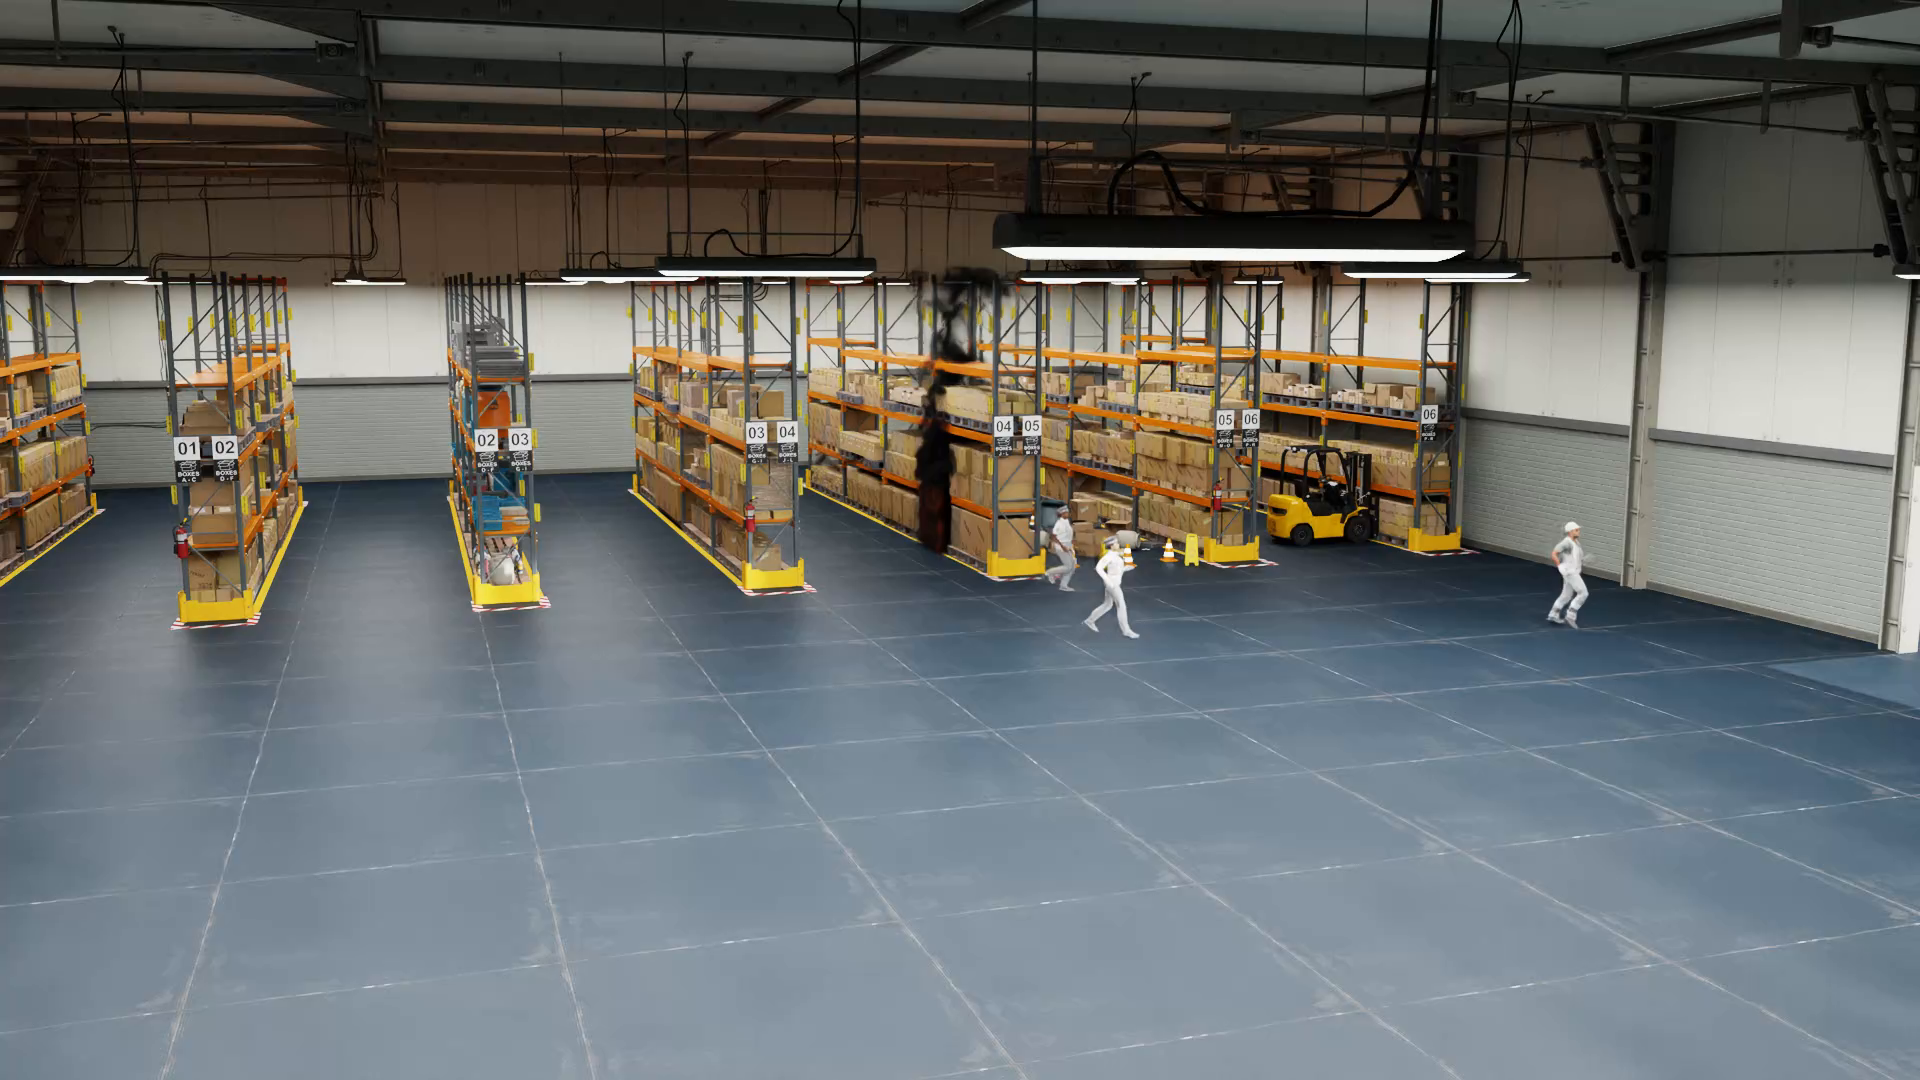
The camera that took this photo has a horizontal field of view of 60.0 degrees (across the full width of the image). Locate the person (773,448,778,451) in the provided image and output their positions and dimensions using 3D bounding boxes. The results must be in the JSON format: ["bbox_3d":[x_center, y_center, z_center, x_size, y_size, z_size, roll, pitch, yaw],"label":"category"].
[{"bbox_3d":[-5.536,-2.404,47.682,0.740,1.460,0.341,1,9,8],"label":"person"}]

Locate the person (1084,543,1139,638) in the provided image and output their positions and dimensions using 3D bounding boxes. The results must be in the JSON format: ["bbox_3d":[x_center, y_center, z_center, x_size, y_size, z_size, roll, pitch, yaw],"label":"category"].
[{"bbox_3d":[2.513,0.771,27.368,0.910,1.653,0.605,2,9,11],"label":"person"}]

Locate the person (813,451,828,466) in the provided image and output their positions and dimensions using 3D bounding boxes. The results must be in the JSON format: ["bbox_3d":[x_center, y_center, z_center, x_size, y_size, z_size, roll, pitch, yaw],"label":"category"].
[{"bbox_3d":[-4.164,-2.634,49.861,0.657,1.689,0.676,2,9,13],"label":"person"}]

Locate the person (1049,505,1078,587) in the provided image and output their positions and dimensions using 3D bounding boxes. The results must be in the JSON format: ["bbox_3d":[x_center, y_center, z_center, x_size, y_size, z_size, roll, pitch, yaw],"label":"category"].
[{"bbox_3d":[1.977,0.119,31.641,0.508,1.589,0.575,3,9,21],"label":"person"}]

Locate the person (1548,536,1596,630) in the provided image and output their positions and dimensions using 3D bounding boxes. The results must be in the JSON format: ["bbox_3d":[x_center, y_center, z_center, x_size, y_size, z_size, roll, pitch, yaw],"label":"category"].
[{"bbox_3d":[10.377,0.724,28.206,0.735,1.571,0.641,5,10,30],"label":"person"}]
